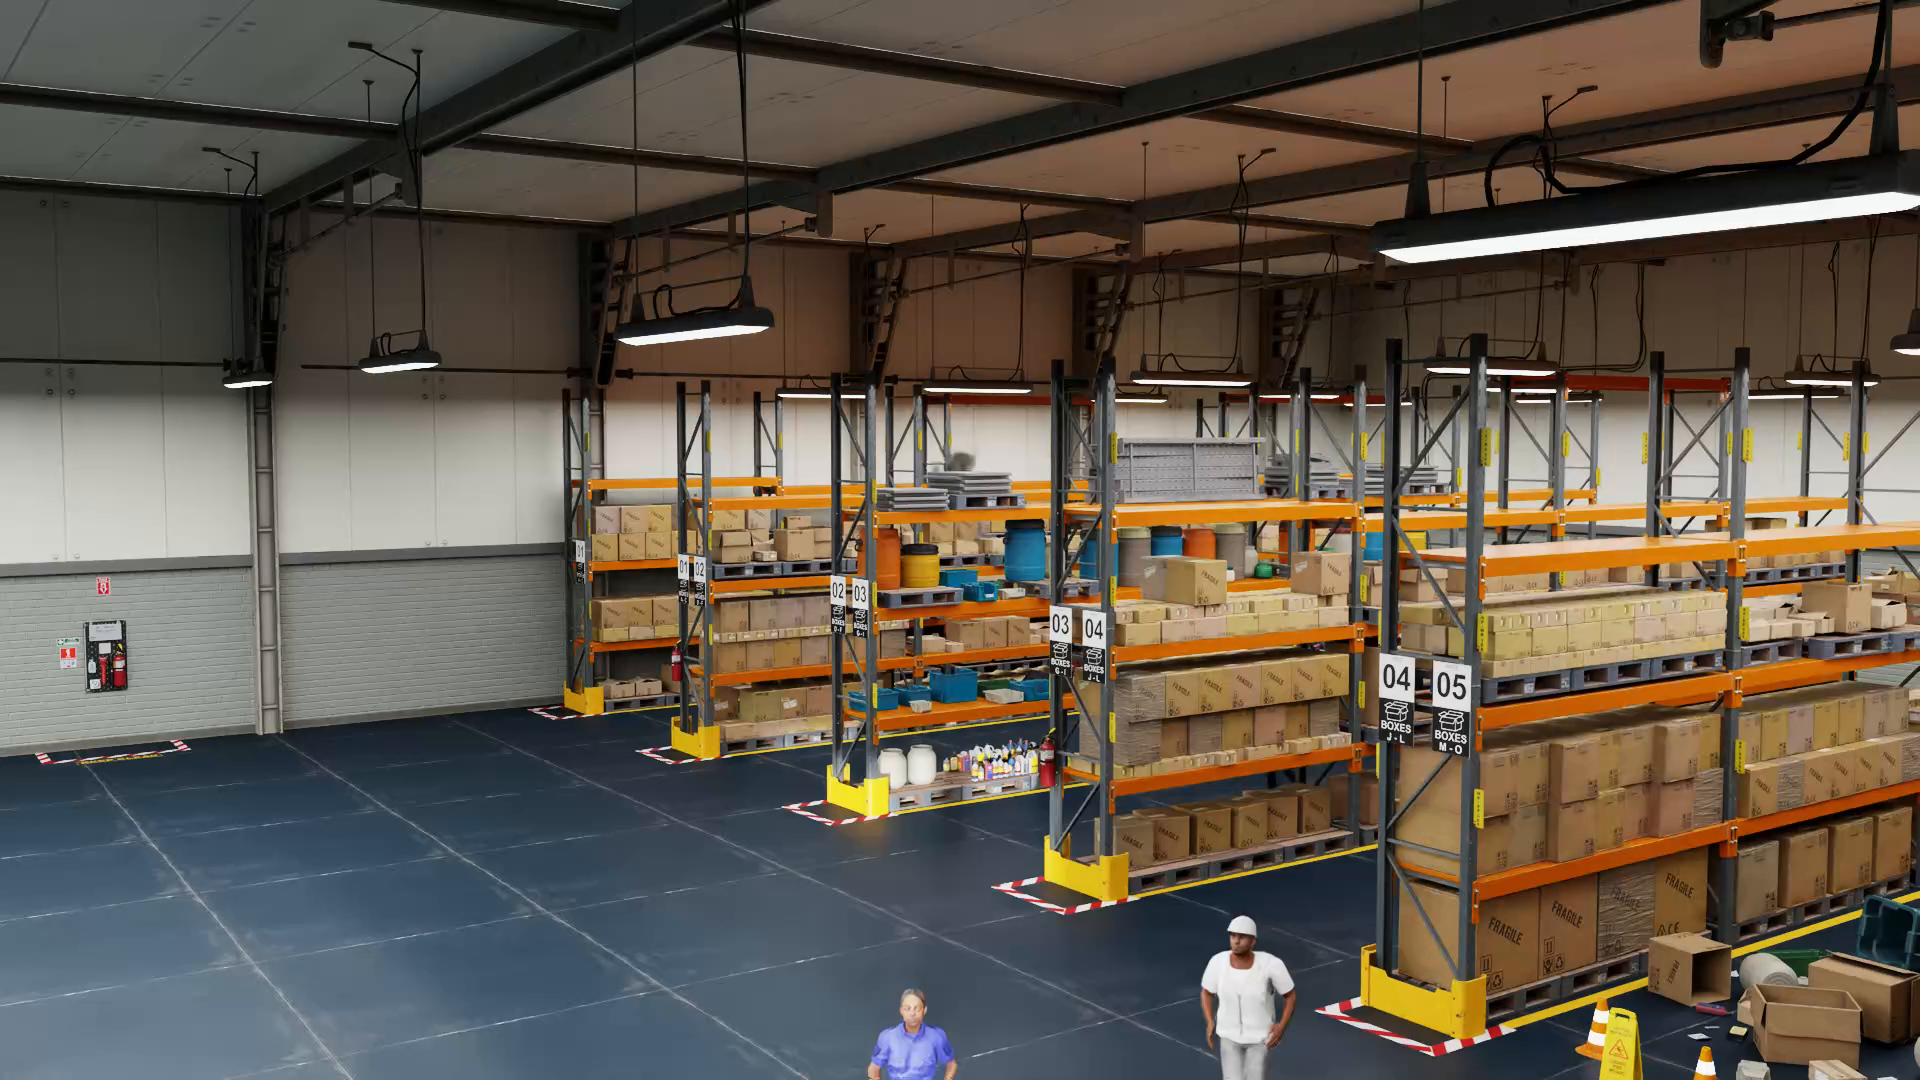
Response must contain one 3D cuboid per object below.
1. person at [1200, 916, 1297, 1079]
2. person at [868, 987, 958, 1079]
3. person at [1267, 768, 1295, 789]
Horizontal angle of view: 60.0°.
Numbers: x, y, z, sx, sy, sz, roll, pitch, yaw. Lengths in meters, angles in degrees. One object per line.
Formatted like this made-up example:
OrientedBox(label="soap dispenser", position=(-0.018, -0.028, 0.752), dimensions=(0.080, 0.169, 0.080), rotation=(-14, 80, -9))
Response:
OrientedBox(label="person", position=(2.052, 3.541, 11.925), dimensions=(0.693, 1.732, 0.561), rotation=(1, 4, 21))
OrientedBox(label="person", position=(-0.302, 3.673, 10.730), dimensions=(0.581, 1.605, 0.592), rotation=(0, 4, -2))
OrientedBox(label="person", position=(4.458, 2.898, 22.872), dimensions=(0.786, 1.617, 0.528), rotation=(-3, 4, -35))
